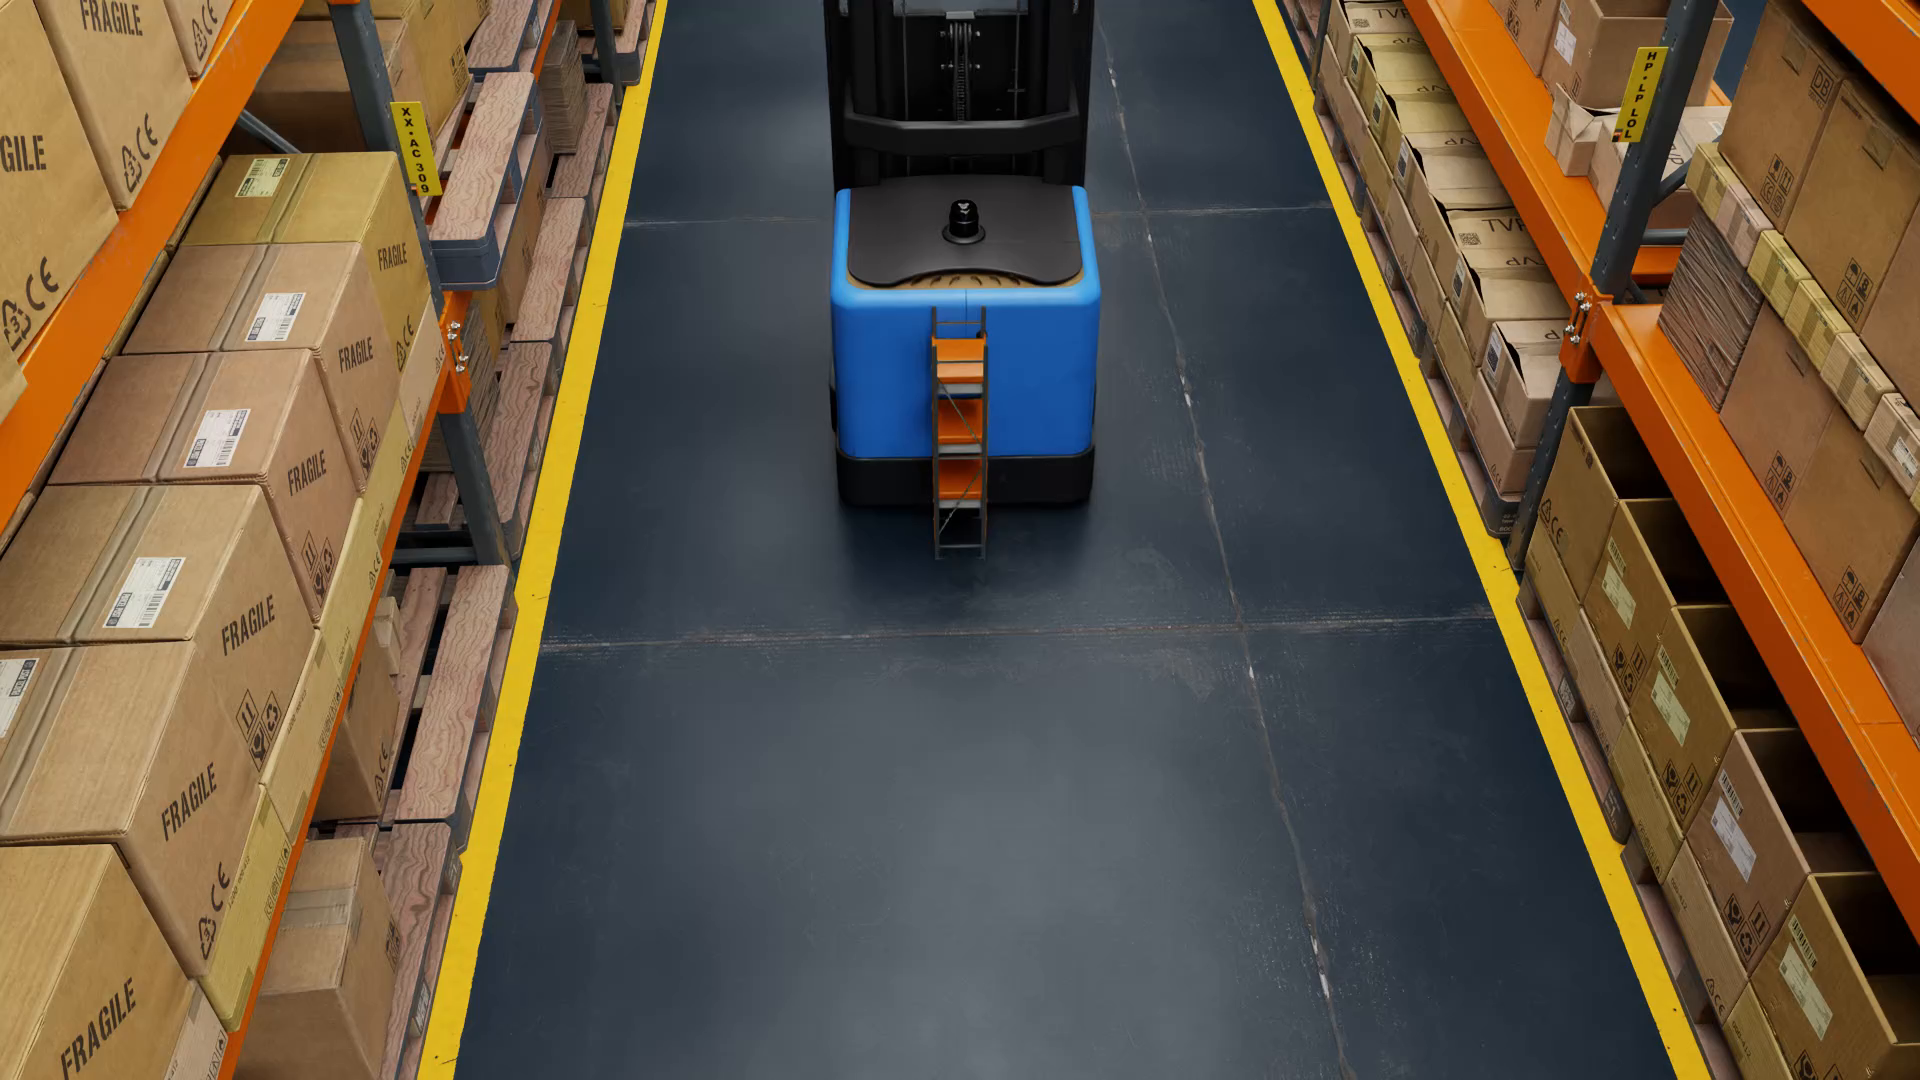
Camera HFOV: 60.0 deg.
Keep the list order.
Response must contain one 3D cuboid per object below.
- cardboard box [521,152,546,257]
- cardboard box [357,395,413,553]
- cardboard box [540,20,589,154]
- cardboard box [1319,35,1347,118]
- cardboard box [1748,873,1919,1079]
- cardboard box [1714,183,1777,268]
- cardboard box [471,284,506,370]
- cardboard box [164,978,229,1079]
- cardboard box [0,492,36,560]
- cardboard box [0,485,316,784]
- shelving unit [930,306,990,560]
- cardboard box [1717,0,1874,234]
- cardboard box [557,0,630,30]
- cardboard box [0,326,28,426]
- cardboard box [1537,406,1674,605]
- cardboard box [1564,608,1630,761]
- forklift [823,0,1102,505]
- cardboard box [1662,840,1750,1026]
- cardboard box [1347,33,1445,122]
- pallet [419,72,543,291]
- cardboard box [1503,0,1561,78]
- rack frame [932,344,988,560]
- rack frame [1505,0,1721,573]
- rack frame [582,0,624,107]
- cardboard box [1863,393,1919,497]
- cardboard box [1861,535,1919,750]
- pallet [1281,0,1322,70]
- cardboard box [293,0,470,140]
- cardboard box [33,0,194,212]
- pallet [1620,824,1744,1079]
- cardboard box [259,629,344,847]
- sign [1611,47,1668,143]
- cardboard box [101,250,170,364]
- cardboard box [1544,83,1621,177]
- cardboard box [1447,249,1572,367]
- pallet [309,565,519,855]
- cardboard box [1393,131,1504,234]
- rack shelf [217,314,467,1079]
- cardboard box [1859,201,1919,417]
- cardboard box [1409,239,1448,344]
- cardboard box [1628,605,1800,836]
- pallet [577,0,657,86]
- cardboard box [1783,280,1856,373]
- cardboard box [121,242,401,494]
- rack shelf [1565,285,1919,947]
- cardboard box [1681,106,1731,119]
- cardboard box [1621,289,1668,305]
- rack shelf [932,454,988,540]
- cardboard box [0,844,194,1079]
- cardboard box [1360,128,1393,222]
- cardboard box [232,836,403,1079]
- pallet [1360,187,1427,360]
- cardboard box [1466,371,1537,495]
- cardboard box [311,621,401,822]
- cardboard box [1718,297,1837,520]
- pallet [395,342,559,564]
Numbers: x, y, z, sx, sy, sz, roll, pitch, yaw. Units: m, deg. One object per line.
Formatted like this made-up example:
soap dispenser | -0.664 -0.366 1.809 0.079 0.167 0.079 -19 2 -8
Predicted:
cardboard box | -2.385 -1.658 7.863 0.700 0.500 0.500 -2 43 -2
cardboard box | -1.917 -0.191 4.835 0.500 0.250 0.500 -1 43 -2
cardboard box | -2.340 -2.343 8.611 0.700 0.500 0.500 -1 43 -1
cardboard box | 2.255 -2.511 8.994 0.500 0.250 0.500 -2 43 -2
cardboard box | 2.489 1.223 4.365 0.500 0.500 0.500 -2 43 -2
cardboard box | 2.525 -0.951 5.014 0.380 0.149 0.250 -1 43 -1
cardboard box | -2.373 -0.971 7.114 0.700 0.500 0.500 -2 43 -3
cardboard box | -1.823 1.173 3.347 0.500 0.250 0.500 -3 43 -3
cardboard box | -2.375 0.244 3.805 0.500 0.500 0.500 -1 43 -1
cardboard box | -1.864 0.223 3.828 0.500 0.500 0.500 0 43 0
shelving unit | -0.001 -0.392 6.401 0.215 1.050 0.252 -1 43 -1
cardboard box | 2.721 -1.247 4.857 0.700 0.500 0.500 -1 43 -2
cardboard box | -2.323 -3.450 9.574 0.750 0.750 0.750 -2 43 -2
cardboard box | -1.861 -0.283 2.531 0.500 0.500 0.500 0 43 0
cardboard box | 2.403 -0.127 5.838 0.500 0.500 0.500 -2 43 -2
cardboard box | 2.429 0.487 5.723 0.500 0.250 0.500 -2 43 -2
forklift | -0.010 -2.199 6.980 1.130 2.935 3.031 -1 43 -1
cardboard box | 2.472 1.162 4.987 0.500 0.250 0.500 -2 43 -2
cardboard box | 2.286 -2.363 8.418 0.500 0.311 0.500 -3 43 -3
pallet | -2.140 -1.336 6.130 1.003 0.211 1.213 -2 43 -2
cardboard box | 2.636 -2.281 6.945 0.500 0.500 0.500 -2 43 -2
rack frame | 0.001 -0.310 6.311 0.200 1.050 0.008 -1 43 -1
rack frame | 2.696 -1.032 5.655 1.000 3.000 0.127 -2 43 -2
rack frame | -2.423 -3.587 8.444 1.000 3.000 0.127 -2 43 -2
cardboard box | 2.573 -0.251 4.250 0.380 0.149 0.250 -3 43 -3
cardboard box | 2.790 0.271 4.160 0.700 0.500 0.500 0 43 -1
pallet | 2.532 -3.209 10.095 1.003 0.211 1.213 -2 43 -2
cardboard box | -2.257 -1.808 6.103 0.700 0.500 0.500 2 43 3
cardboard box | -1.914 -0.988 3.300 0.500 0.500 0.500 -3 43 -3
pallet | 2.743 1.360 5.110 1.003 0.211 1.213 -2 43 -2
cardboard box | -1.858 0.487 4.095 0.500 0.250 0.500 -1 43 -1
sign | 2.154 -1.407 5.267 0.100 0.325 0.005 -2 43 -2
cardboard box | -2.423 -0.443 4.554 0.500 0.500 0.500 -2 43 -2
cardboard box | 2.475 -1.570 6.343 0.396 0.266 0.258 -3 43 -3
cardboard box | 2.364 -0.996 6.925 0.500 0.311 0.500 -1 43 -1
pallet | -2.189 0.593 5.946 1.003 0.211 1.213 -2 43 -2
cardboard box | 2.328 -1.672 7.663 0.500 0.311 0.500 -2 43 -2
rack shelf | -2.168 0.729 4.268 1.077 0.370 4.000 -2 43 -2
cardboard box | 2.765 -0.568 4.116 0.700 0.500 0.500 -2 43 -2
cardboard box | 2.347 -1.131 7.488 0.500 0.250 0.500 -1 43 -1
cardboard box | 2.446 0.548 5.101 0.500 0.500 0.500 -2 43 -2
pallet | -2.381 -3.094 9.969 1.003 0.211 1.213 -2 43 -2
cardboard box | 2.550 -0.600 4.631 0.380 0.149 0.250 -2 43 -2
cardboard box | -1.897 -0.468 4.582 0.500 0.500 0.500 -2 43 -2
rack shelf | 2.781 0.584 4.426 1.077 0.370 4.000 -2 43 -2
cardboard box | 2.863 -1.543 6.399 0.380 0.149 0.250 -2 43 -2
cardboard box | 2.911 -1.004 6.934 0.500 0.311 0.500 -2 43 -2
rack shelf | -0.001 -0.179 6.596 0.215 0.259 0.240 -1 43 -1
cardboard box | -1.814 0.920 3.067 0.500 0.500 0.500 -2 43 -2
cardboard box | 2.305 -1.821 8.241 0.500 0.250 0.500 -3 43 -3
cardboard box | -2.028 1.222 4.722 0.700 0.500 0.500 -4 43 -4
pallet | 2.571 -1.326 8.040 1.003 0.211 1.213 -2 43 -2
cardboard box | 2.389 -0.444 6.739 0.500 0.250 0.500 -2 43 -2
cardboard box | -2.169 0.572 5.430 0.500 0.500 0.500 -5 43 -5
cardboard box | 2.750 -0.413 4.907 0.700 0.500 0.500 -2 43 -2
pallet | -2.287 -0.384 7.013 1.003 0.211 1.213 -2 43 -2
